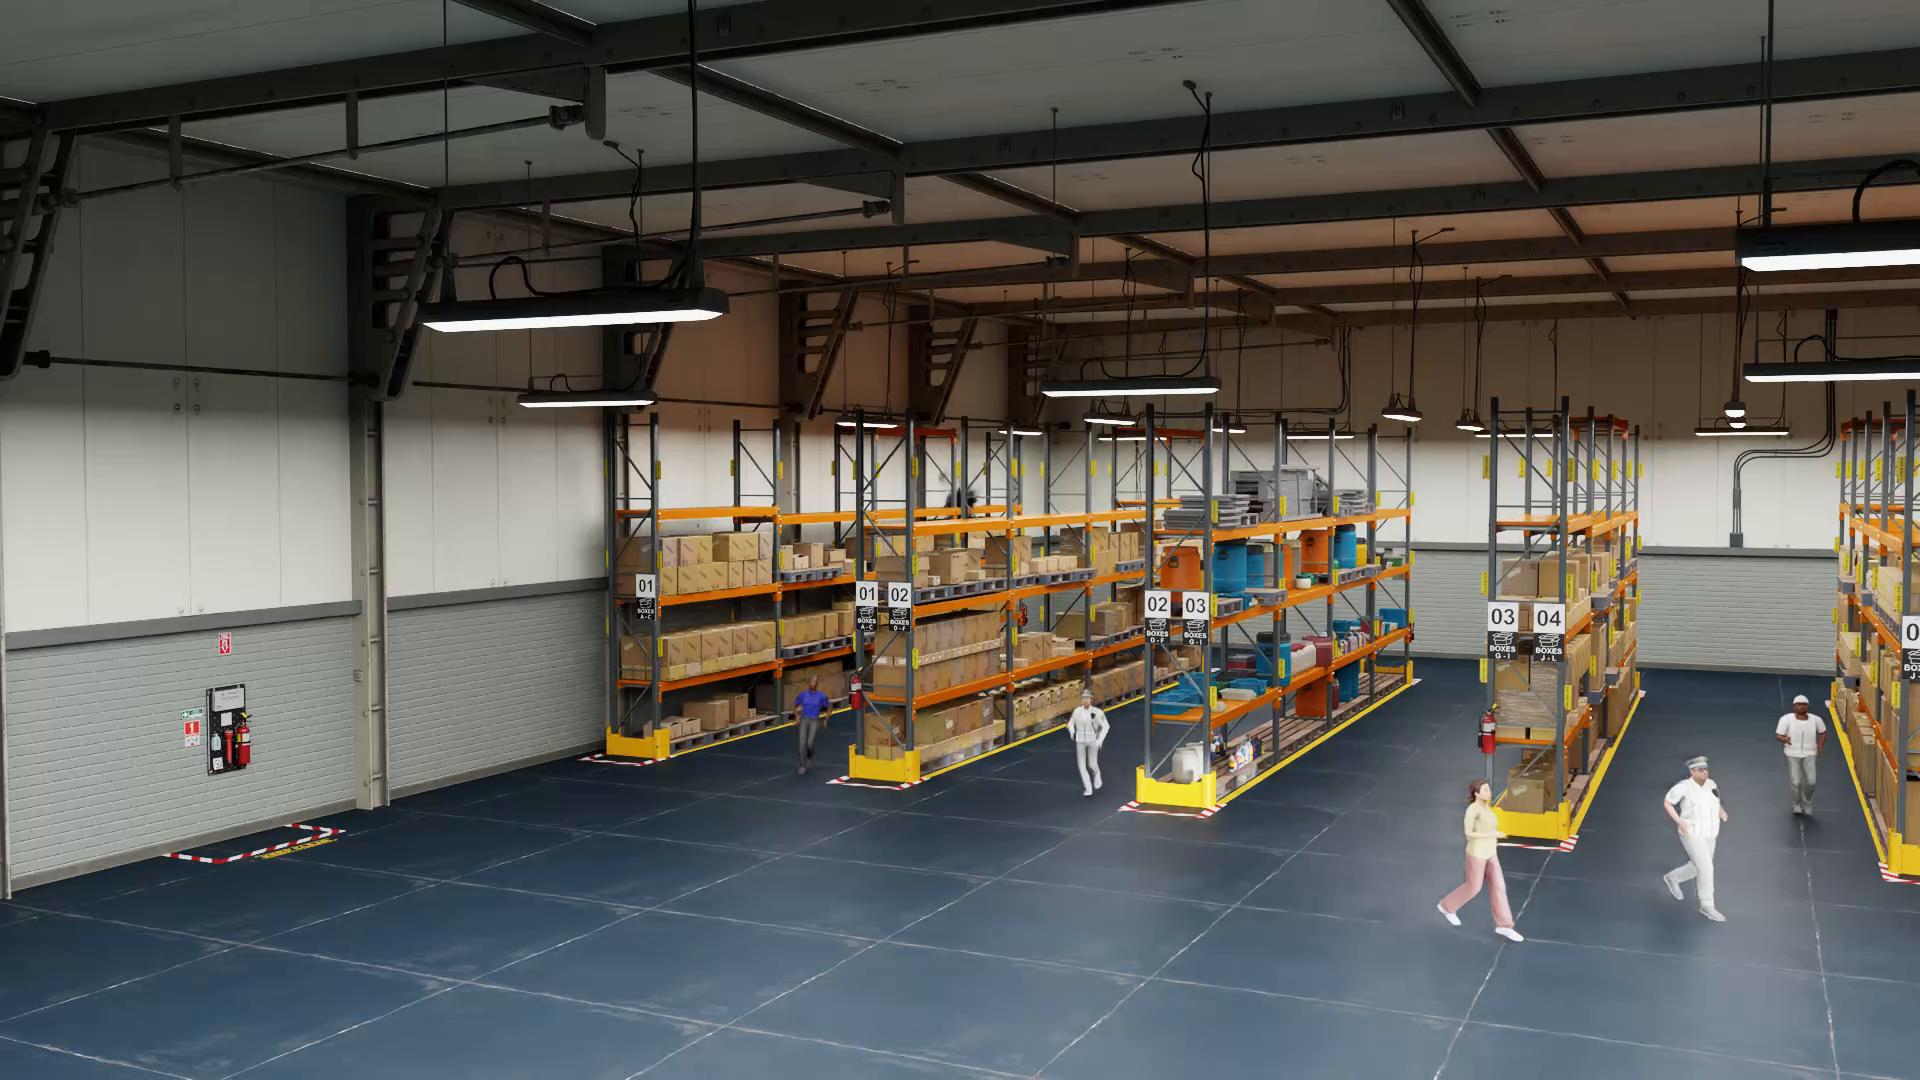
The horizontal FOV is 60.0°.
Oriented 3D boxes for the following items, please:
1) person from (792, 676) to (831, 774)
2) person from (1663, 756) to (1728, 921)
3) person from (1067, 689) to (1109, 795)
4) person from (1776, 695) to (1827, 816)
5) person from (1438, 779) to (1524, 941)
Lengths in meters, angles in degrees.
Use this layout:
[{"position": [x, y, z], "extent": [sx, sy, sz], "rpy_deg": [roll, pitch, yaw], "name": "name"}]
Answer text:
[{"position": [-2.461, 3.095, 27.446], "extent": [0.647, 1.528, 0.496], "rpy_deg": [0, 2, 2], "name": "person"}, {"position": [8.358, 3.328, 18.820], "extent": [0.650, 1.797, 0.831], "rpy_deg": [-1, 3, -23], "name": "person"}, {"position": [1.946, 3.107, 25.556], "extent": [0.649, 1.643, 0.531], "rpy_deg": [1, 3, 20], "name": "person"}, {"position": [12.148, 3.117, 23.981], "extent": [0.681, 1.742, 0.619], "rpy_deg": [1, 3, 21], "name": "person"}, {"position": [5.568, 3.390, 17.800], "extent": [0.574, 1.673, 0.951], "rpy_deg": [-2, 3, -44], "name": "person"}]
